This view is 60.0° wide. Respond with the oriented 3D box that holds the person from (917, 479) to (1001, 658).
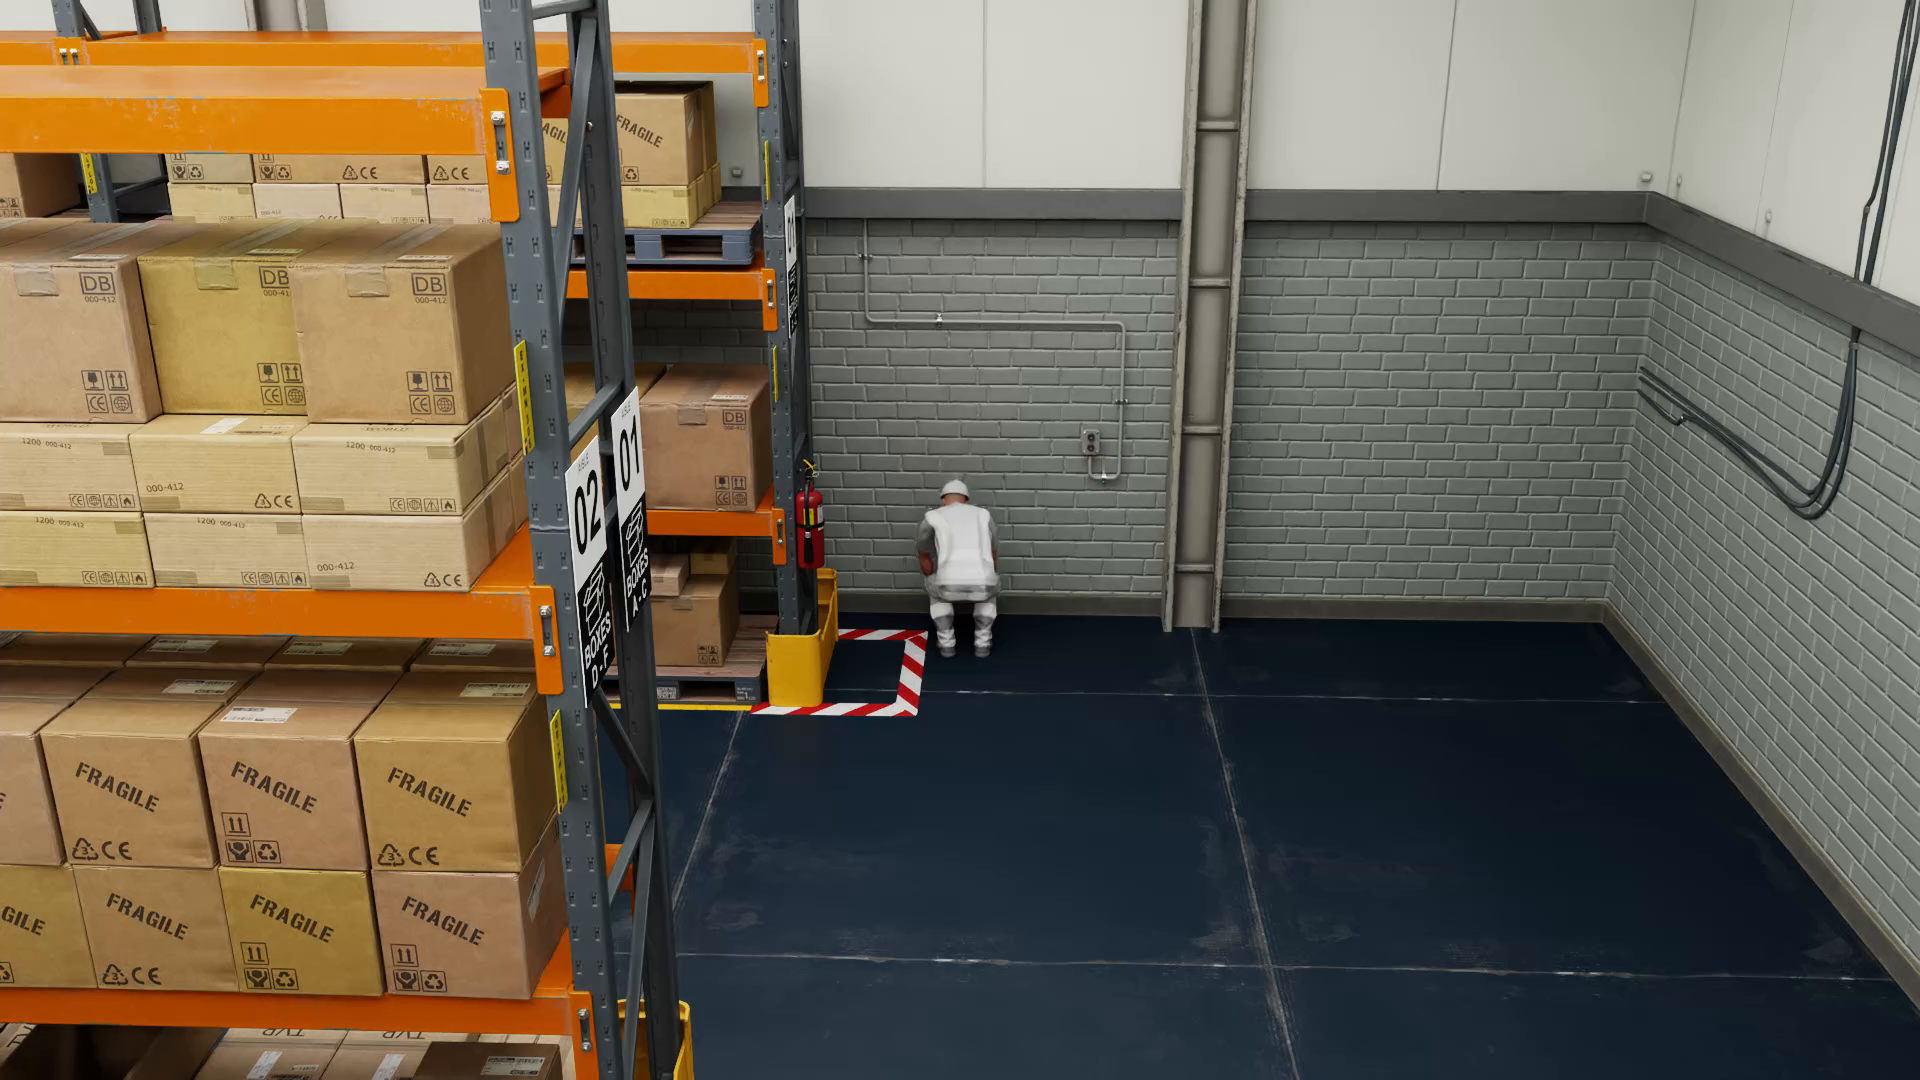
[{"bbox_3d":[-0.009,0.211,11.448,0.582,1.114,0.856,0,21,0],"label":"person"}]
